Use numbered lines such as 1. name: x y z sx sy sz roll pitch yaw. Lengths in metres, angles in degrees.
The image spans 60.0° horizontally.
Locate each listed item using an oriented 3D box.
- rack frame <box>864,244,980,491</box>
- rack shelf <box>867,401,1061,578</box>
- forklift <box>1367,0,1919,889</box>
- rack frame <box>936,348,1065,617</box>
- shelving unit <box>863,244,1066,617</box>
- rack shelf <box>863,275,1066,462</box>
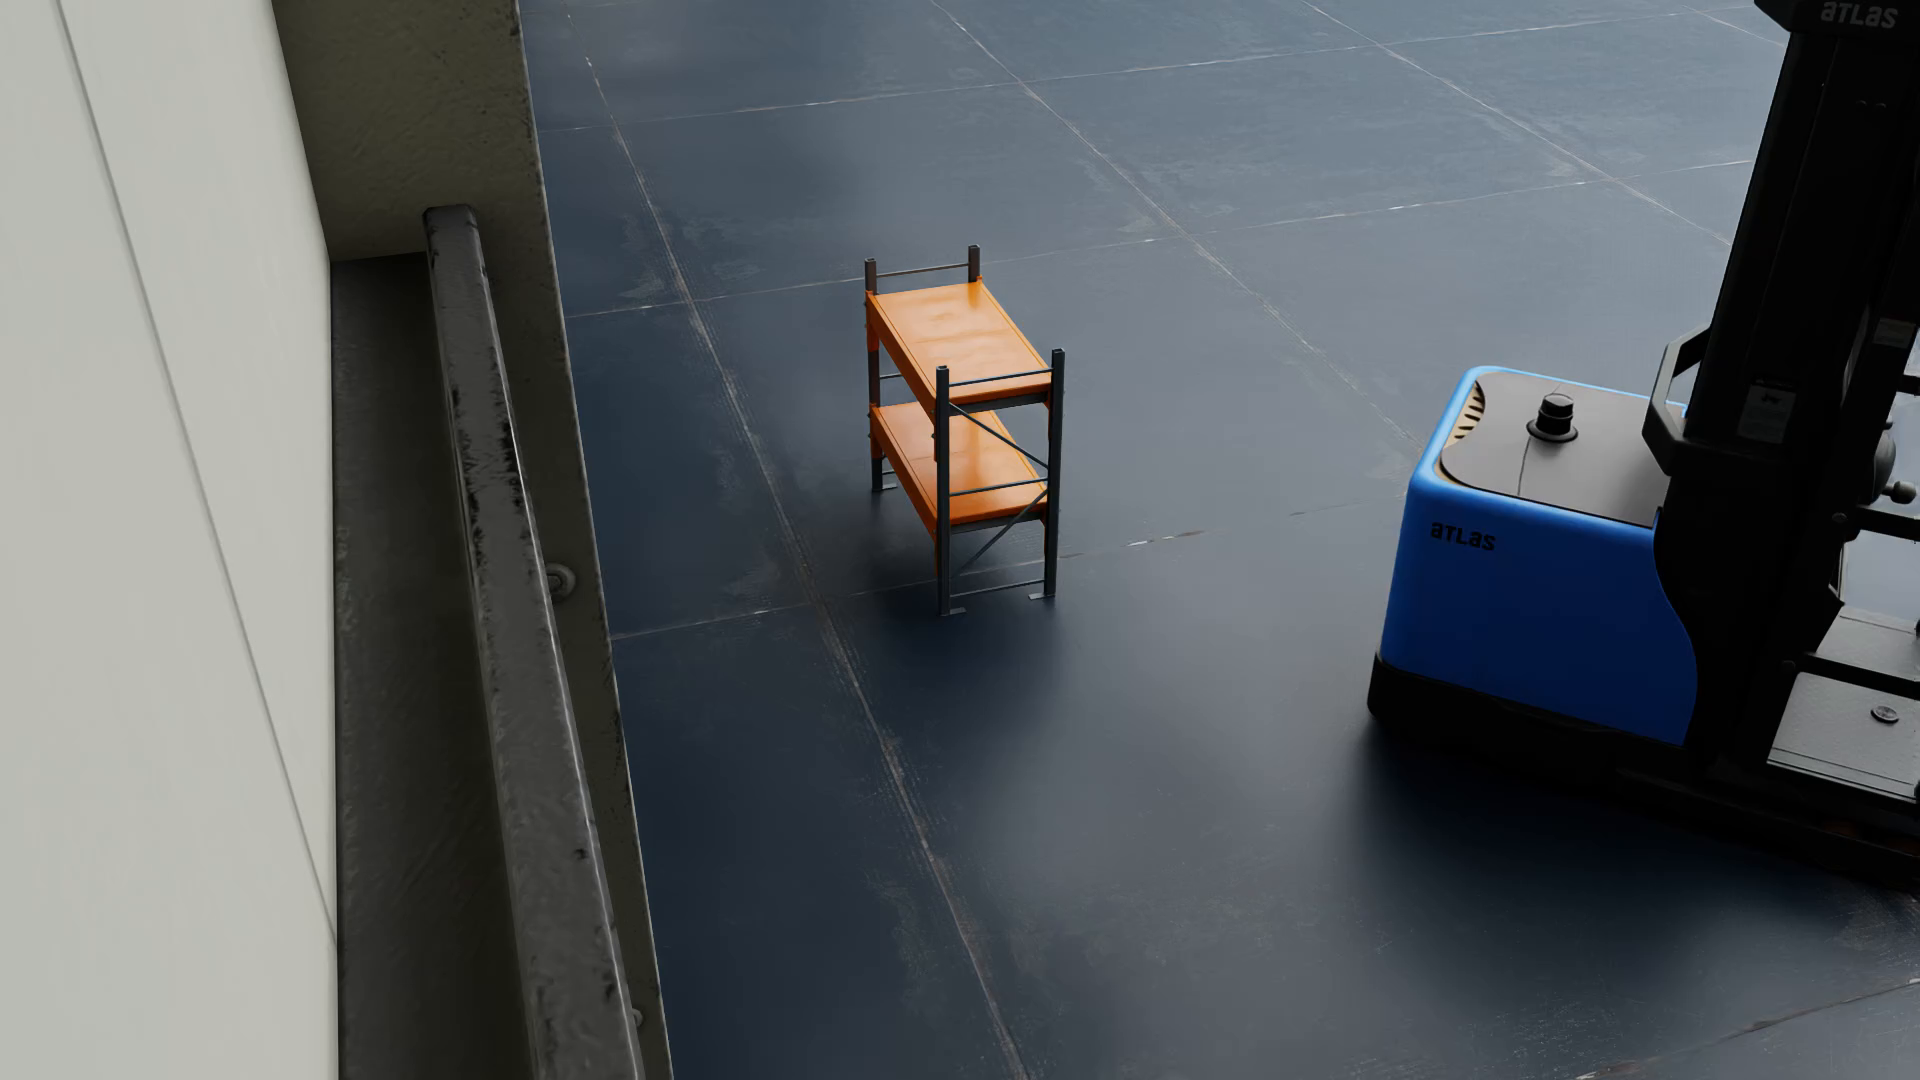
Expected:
1. rack frame: -0.157 -0.740 7.312 0.500 1.125 0.032 -10 35 -15
2. rack shelf: -0.002 -0.269 7.043 0.538 0.278 1.000 -10 35 -15
3. forklift: 3.061 -0.411 5.176 3.031 2.935 1.130 15 36 21
4. rack frame: 0.153 -0.206 6.504 0.500 1.125 0.032 -10 35 -15
5. shelving unit: -0.002 -0.473 6.908 0.538 1.125 1.048 -10 35 -15
6. rack shelf: -0.002 -0.717 6.746 0.538 0.278 1.000 -10 35 -15
